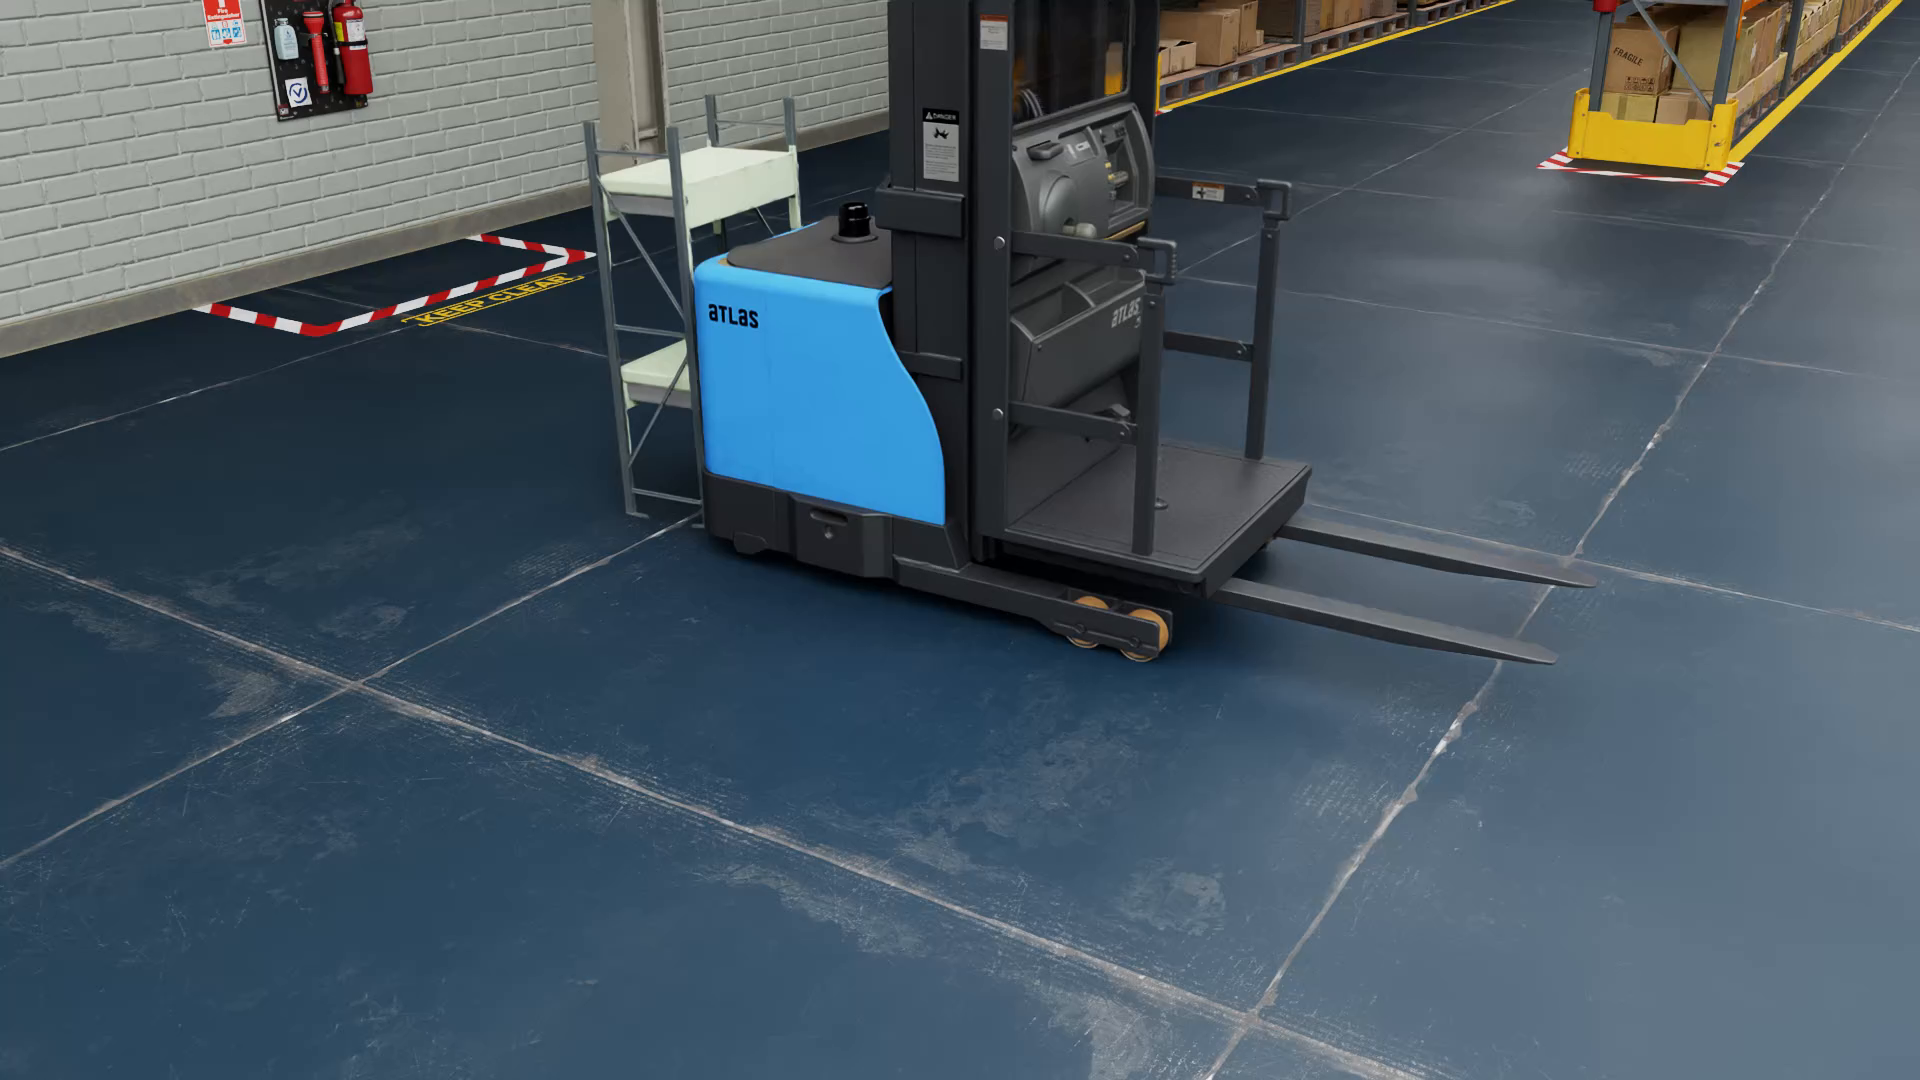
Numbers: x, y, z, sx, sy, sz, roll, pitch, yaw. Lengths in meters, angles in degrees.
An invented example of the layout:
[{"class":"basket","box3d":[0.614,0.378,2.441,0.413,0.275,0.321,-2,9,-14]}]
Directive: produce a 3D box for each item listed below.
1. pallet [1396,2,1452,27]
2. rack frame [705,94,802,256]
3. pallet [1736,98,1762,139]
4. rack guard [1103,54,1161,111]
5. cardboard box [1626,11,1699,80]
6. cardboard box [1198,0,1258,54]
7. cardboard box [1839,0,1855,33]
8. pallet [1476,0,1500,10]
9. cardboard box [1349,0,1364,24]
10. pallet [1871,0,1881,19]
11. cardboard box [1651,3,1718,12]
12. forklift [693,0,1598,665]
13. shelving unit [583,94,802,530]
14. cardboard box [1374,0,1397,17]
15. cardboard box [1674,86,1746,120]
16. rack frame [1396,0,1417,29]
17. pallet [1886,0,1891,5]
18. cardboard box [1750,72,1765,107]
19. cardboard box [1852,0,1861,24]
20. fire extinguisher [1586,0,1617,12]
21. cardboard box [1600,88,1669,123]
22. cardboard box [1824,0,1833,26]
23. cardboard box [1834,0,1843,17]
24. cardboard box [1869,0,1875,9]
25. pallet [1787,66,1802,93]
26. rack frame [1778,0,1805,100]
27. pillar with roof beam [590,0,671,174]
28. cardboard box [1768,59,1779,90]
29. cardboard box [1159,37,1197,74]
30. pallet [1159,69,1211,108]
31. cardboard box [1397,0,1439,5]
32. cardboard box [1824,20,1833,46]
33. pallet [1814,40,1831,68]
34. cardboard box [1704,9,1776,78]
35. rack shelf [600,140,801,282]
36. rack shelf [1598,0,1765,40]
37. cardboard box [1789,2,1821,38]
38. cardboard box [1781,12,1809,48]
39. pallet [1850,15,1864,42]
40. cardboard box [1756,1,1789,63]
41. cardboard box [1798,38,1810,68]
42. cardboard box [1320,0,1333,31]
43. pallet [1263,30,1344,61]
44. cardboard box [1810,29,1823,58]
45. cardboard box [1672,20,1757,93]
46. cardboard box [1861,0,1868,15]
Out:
[{"class":"pallet","box3d":[5.949,-7.106,22.399,1.003,0.211,1.213,14,27,29]},{"class":"rack frame","box3d":[-0.795,-1.020,6.701,0.400,1.500,0.023,10,25,26]},{"class":"pallet","box3d":[6.471,-3.796,14.753,1.003,0.211,1.213,14,27,29]},{"class":"rack guard","box3d":[1.289,-4.314,15.586,1.175,0.500,0.348,14,27,29]},{"class":"cardboard box","box3d":[6.004,-4.258,14.298,0.500,0.500,0.500,14,27,29]},{"class":"cardboard box","box3d":[2.845,-5.482,17.729,0.500,0.500,0.500,12,26,25]},{"class":"cardboard box","box3d":[10.162,-6.247,19.498,0.500,0.500,0.500,15,28,31]},{"class":"pallet","box3d":[7.236,-7.930,24.302,1.003,0.211,1.213,14,27,29]},{"class":"cardboard box","box3d":[4.525,-6.613,20.344,0.700,0.500,0.500,14,27,29]},{"class":"pallet","box3d":[12.152,-7.401,23.080,1.003,0.211,1.213,14,27,29]},{"class":"cardboard box","box3d":[6.531,-4.595,15.078,0.500,0.500,0.500,14,27,29]},{"class":"forklift","box3d":[0.590,-1.194,5.319,3.031,2.935,1.130,13,27,27]},{"class":"shelving unit","box3d":[-0.966,-0.891,6.404,0.431,1.500,0.755,10,25,26]},{"class":"cardboard box","box3d":[5.133,-6.936,21.090,0.700,0.500,0.500,14,27,30]},{"class":"cardboard box","box3d":[6.192,-3.633,13.800,0.500,0.250,0.500,14,27,29]},{"class":"rack frame","box3d":[5.469,-8.136,21.267,1.000,3.000,0.127,14,27,29]},{"class":"pallet","box3d":[13.439,-8.224,24.982,1.003,0.211,1.213,14,27,29]},{"class":"cardboard box","box3d":[6.724,-3.970,14.577,0.500,0.250,0.500,14,27,29]},{"class":"cardboard box","box3d":[10.702,-6.593,20.298,0.500,0.500,0.500,13,27,28]},{"class":"fire extinguisher","box3d":[5.002,-4.421,12.783,0.296,0.674,0.183,14,27,29]},{"class":"cardboard box","box3d":[5.491,-3.572,13.659,0.500,0.250,0.500,14,27,29]},{"class":"cardboard box","box3d":[9.075,-5.712,17.896,0.500,0.311,0.500,14,27,29]},{"class":"cardboard box","box3d":[9.612,-6.059,18.696,0.500,0.311,0.500,15,27,30]},{"class":"cardboard box","box3d":[11.772,-7.277,21.877,0.500,0.500,0.500,14,27,29]},{"class":"pallet","box3d":[7.925,-4.726,16.901,1.003,0.211,1.213,14,27,29]},{"class":"rack frame","box3d":[7.569,-5.749,15.754,1.000,3.000,0.127,14,27,29]},{"class":"pillar with roof beam","box3d":[1.376,-5.679,8.041,9.100,9.000,0.400,14,27,29]},{"class":"cardboard box","box3d":[7.238,-4.311,15.364,0.500,0.250,0.500,14,27,29]},{"class":"cardboard box","box3d":[1.991,-4.811,16.417,0.500,0.311,0.500,16,28,33]},{"class":"pallet","box3d":[1.747,-4.448,16.260,1.003,0.211,1.213,14,27,29]},{"class":"cardboard box","box3d":[5.968,-7.563,22.121,0.750,0.750,0.750,13,27,28]},{"class":"cardboard box","box3d":[9.340,-5.626,18.403,0.500,0.250,0.500,14,27,28]},{"class":"pallet","box3d":[9.212,-5.549,18.803,1.003,0.211,1.213,14,27,29]},{"class":"cardboard box","box3d":[6.725,-4.314,14.428,0.500,0.500,0.500,14,27,29]},{"class":"rack shelf","box3d":[-0.976,-1.251,6.254,0.431,0.370,0.720,10,25,26]},{"class":"rack shelf","box3d":[6.514,-4.744,14.337,1.077,0.370,4.000,14,27,29]},{"class":"cardboard box","box3d":[8.539,-5.367,17.099,0.500,0.311,0.500,13,27,27]},{"class":"cardboard box","box3d":[7.999,-5.024,16.307,0.500,0.311,0.500,14,27,29]},{"class":"pallet","box3d":[10.749,-6.473,20.937,1.003,0.211,1.213,14,27,29]},{"class":"cardboard box","box3d":[7.237,-4.655,15.216,0.500,0.500,0.500,14,27,29]},{"class":"cardboard box","box3d":[8.263,-4.936,16.809,0.500,0.250,0.500,15,27,30]},{"class":"cardboard box","box3d":[3.963,-6.277,19.567,0.700,0.500,0.500,13,27,28]},{"class":"pallet","box3d":[3.768,-5.769,19.310,1.003,0.211,1.213,14,27,29]},{"class":"cardboard box","box3d":[8.803,-5.283,17.610,0.500,0.250,0.500,14,27,30]},{"class":"cardboard box","box3d":[6.193,-3.977,13.650,0.500,0.500,0.500,14,27,29]},{"class":"cardboard box","box3d":[11.240,-6.943,21.104,0.500,0.500,0.500,14,27,30]}]
